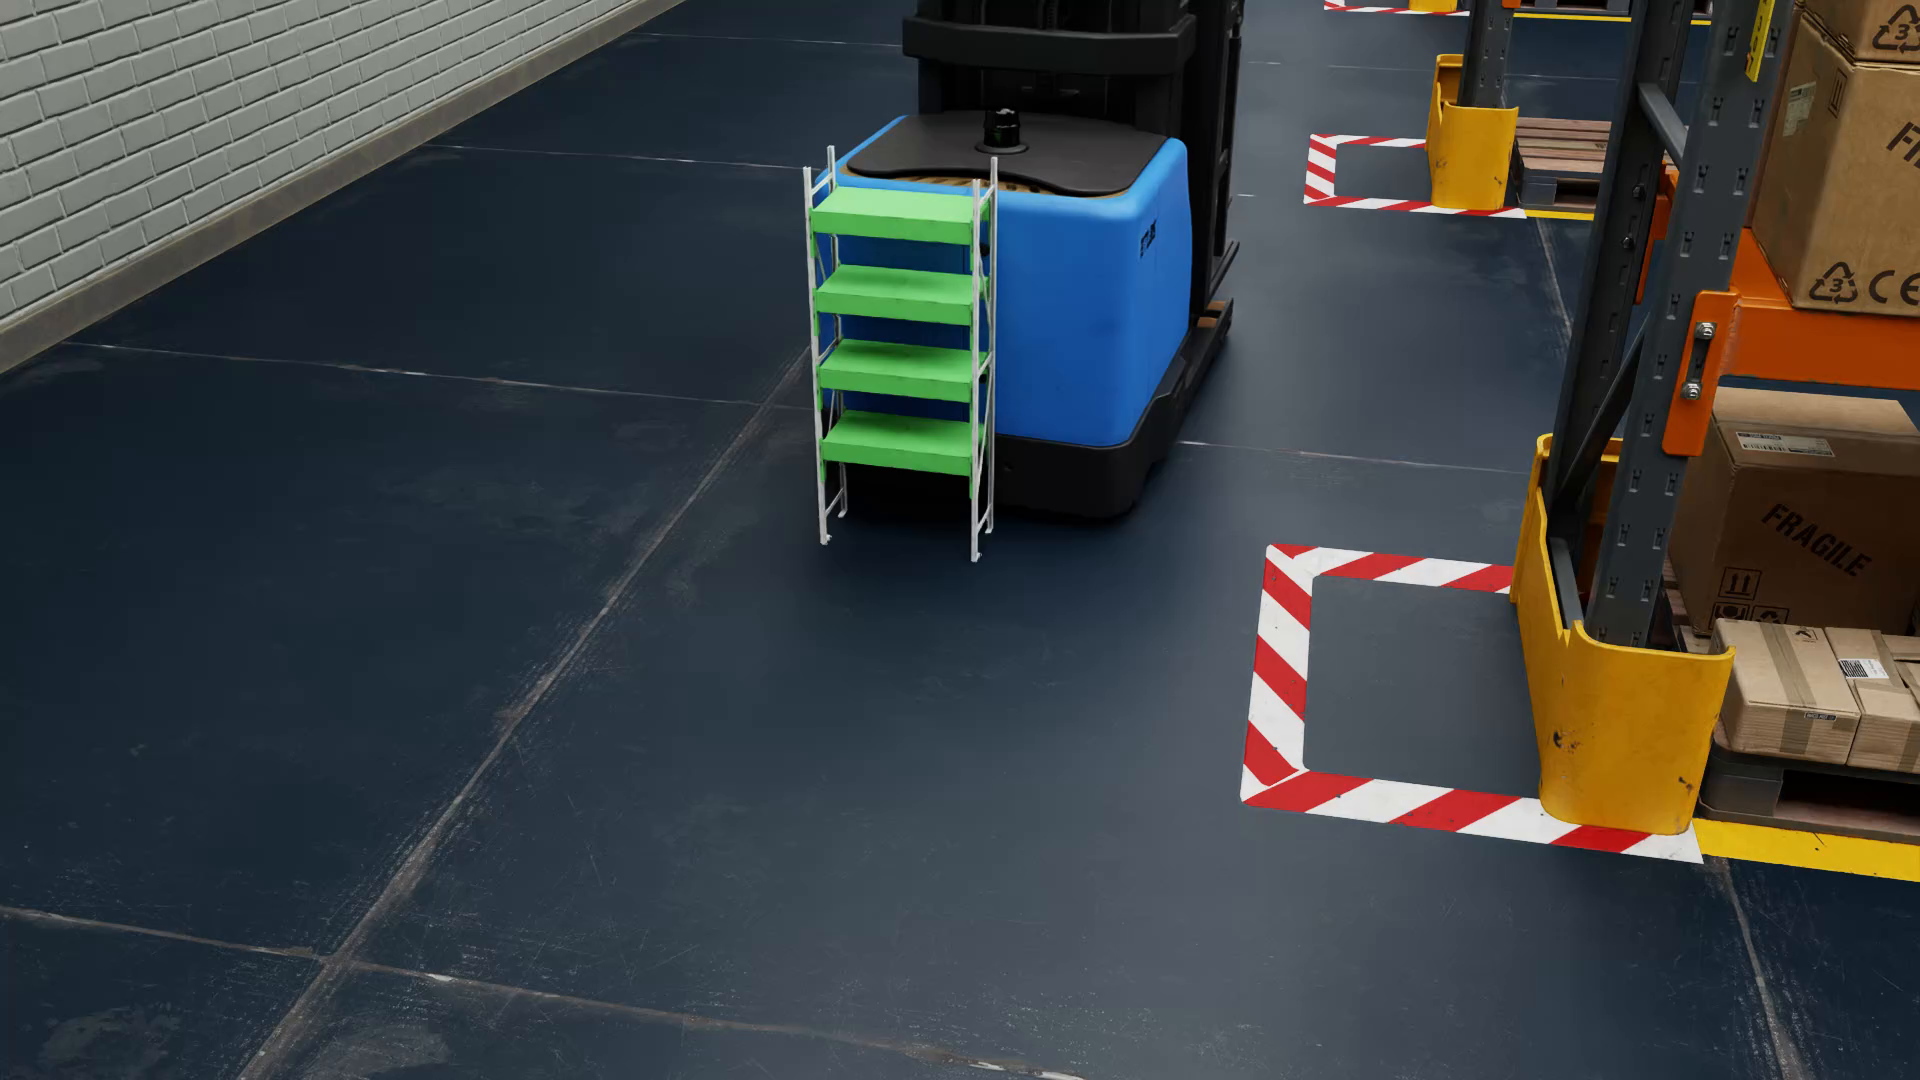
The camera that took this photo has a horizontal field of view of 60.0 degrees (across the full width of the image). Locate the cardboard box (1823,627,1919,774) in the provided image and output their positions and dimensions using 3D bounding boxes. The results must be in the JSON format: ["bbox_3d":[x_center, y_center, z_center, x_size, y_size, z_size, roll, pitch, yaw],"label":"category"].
[{"bbox_3d":[2.207,0.374,3.936,0.250,0.166,0.380,6,29,11],"label":"cardboard box"}]

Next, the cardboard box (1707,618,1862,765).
[{"bbox_3d":[1.963,0.356,3.986,0.250,0.149,0.380,6,29,11],"label":"cardboard box"}]

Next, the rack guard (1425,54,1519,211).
[{"bbox_3d":[2.637,-2.130,8.620,0.348,0.500,1.175,6,29,11],"label":"rack guard"}]

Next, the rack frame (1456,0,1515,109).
[{"bbox_3d":[2.663,-3.230,8.027,0.127,3.000,1.000,6,29,11],"label":"rack frame"}]

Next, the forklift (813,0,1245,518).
[{"bbox_3d":[0.470,-2.048,5.939,1.130,2.935,3.031,9,30,15],"label":"forklift"}]

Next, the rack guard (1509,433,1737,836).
[{"bbox_3d":[1.699,0.200,4.365,0.348,0.500,1.175,6,29,11],"label":"rack guard"}]

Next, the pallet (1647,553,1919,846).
[{"bbox_3d":[2.479,0.406,4.289,1.213,0.211,1.003,6,29,11],"label":"pallet"}]

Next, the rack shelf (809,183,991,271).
[{"bbox_3d":[-0.166,-0.905,4.787,0.480,0.148,0.258,7,29,12],"label":"rack shelf"}]

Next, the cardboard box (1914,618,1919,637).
[{"bbox_3d":[2.586,0.346,3.899,0.500,0.250,0.500,6,29,11],"label":"cardboard box"}]

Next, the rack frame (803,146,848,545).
[{"bbox_3d":[-0.402,-0.568,5.039,0.015,1.200,0.240,7,29,12],"label":"rack frame"}]

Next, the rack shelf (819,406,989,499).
[{"bbox_3d":[-0.166,-0.273,5.133,0.480,0.148,0.258,7,29,12],"label":"rack shelf"}]

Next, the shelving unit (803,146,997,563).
[{"bbox_3d":[-0.166,-0.540,4.987,0.503,1.200,0.258,7,29,12],"label":"shelving unit"}]

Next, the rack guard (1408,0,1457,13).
[{"bbox_3d":[3.674,-4.462,12.880,0.348,0.500,1.175,6,29,11],"label":"rack guard"}]

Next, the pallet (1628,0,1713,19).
[{"bbox_3d":[5.685,-4.166,12.641,1.213,0.211,1.003,6,29,11],"label":"pallet"}]

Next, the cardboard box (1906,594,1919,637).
[{"bbox_3d":[2.585,0.167,4.314,0.250,0.166,0.380,6,29,11],"label":"cardboard box"}]

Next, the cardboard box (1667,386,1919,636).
[{"bbox_3d":[2.208,-0.062,4.385,0.500,0.500,0.500,6,29,11],"label":"cardboard box"}]

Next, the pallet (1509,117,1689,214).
[{"bbox_3d":[3.461,-1.906,8.512,1.213,0.211,1.003,6,29,11],"label":"pallet"}]

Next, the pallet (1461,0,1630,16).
[{"bbox_3d":[4.496,-4.290,12.866,1.213,0.211,1.003,6,29,11],"label":"pallet"}]

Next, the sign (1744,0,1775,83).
[{"bbox_3d":[1.512,-1.029,3.105,0.005,0.325,0.100,6,29,11],"label":"sign"}]

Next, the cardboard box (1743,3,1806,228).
[{"bbox_3d":[2.120,-1.031,3.906,0.500,0.500,0.500,7,29,12],"label":"cardboard box"}]

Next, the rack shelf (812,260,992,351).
[{"bbox_3d":[-0.166,-0.695,4.902,0.480,0.148,0.258,7,29,12],"label":"rack shelf"}]

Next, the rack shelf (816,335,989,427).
[{"bbox_3d":[-0.166,-0.484,5.018,0.480,0.148,0.258,7,29,12],"label":"rack shelf"}]

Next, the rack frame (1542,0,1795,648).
[{"bbox_3d":[1.625,-0.904,3.779,0.127,3.000,1.000,6,29,11],"label":"rack frame"}]

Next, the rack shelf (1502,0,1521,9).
[{"bbox_3d":[4.619,-2.714,7.833,4.000,0.370,1.077,6,29,11],"label":"rack shelf"}]

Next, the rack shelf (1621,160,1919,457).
[{"bbox_3d":[3.581,-0.388,3.585,4.000,0.370,1.077,6,29,11],"label":"rack shelf"}]

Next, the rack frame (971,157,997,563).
[{"bbox_3d":[0.071,-0.512,4.935,0.015,1.200,0.240,7,29,12],"label":"rack frame"}]

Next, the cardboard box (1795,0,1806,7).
[{"bbox_3d":[2.118,-1.471,3.669,0.500,0.500,0.500,6,29,10],"label":"cardboard box"}]

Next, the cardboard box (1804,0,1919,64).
[{"bbox_3d":[2.004,-1.219,3.207,0.500,0.500,0.500,7,29,12],"label":"cardboard box"}]

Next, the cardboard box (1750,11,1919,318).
[{"bbox_3d":[2.004,-0.780,3.447,0.500,0.500,0.500,6,29,12],"label":"cardboard box"}]
